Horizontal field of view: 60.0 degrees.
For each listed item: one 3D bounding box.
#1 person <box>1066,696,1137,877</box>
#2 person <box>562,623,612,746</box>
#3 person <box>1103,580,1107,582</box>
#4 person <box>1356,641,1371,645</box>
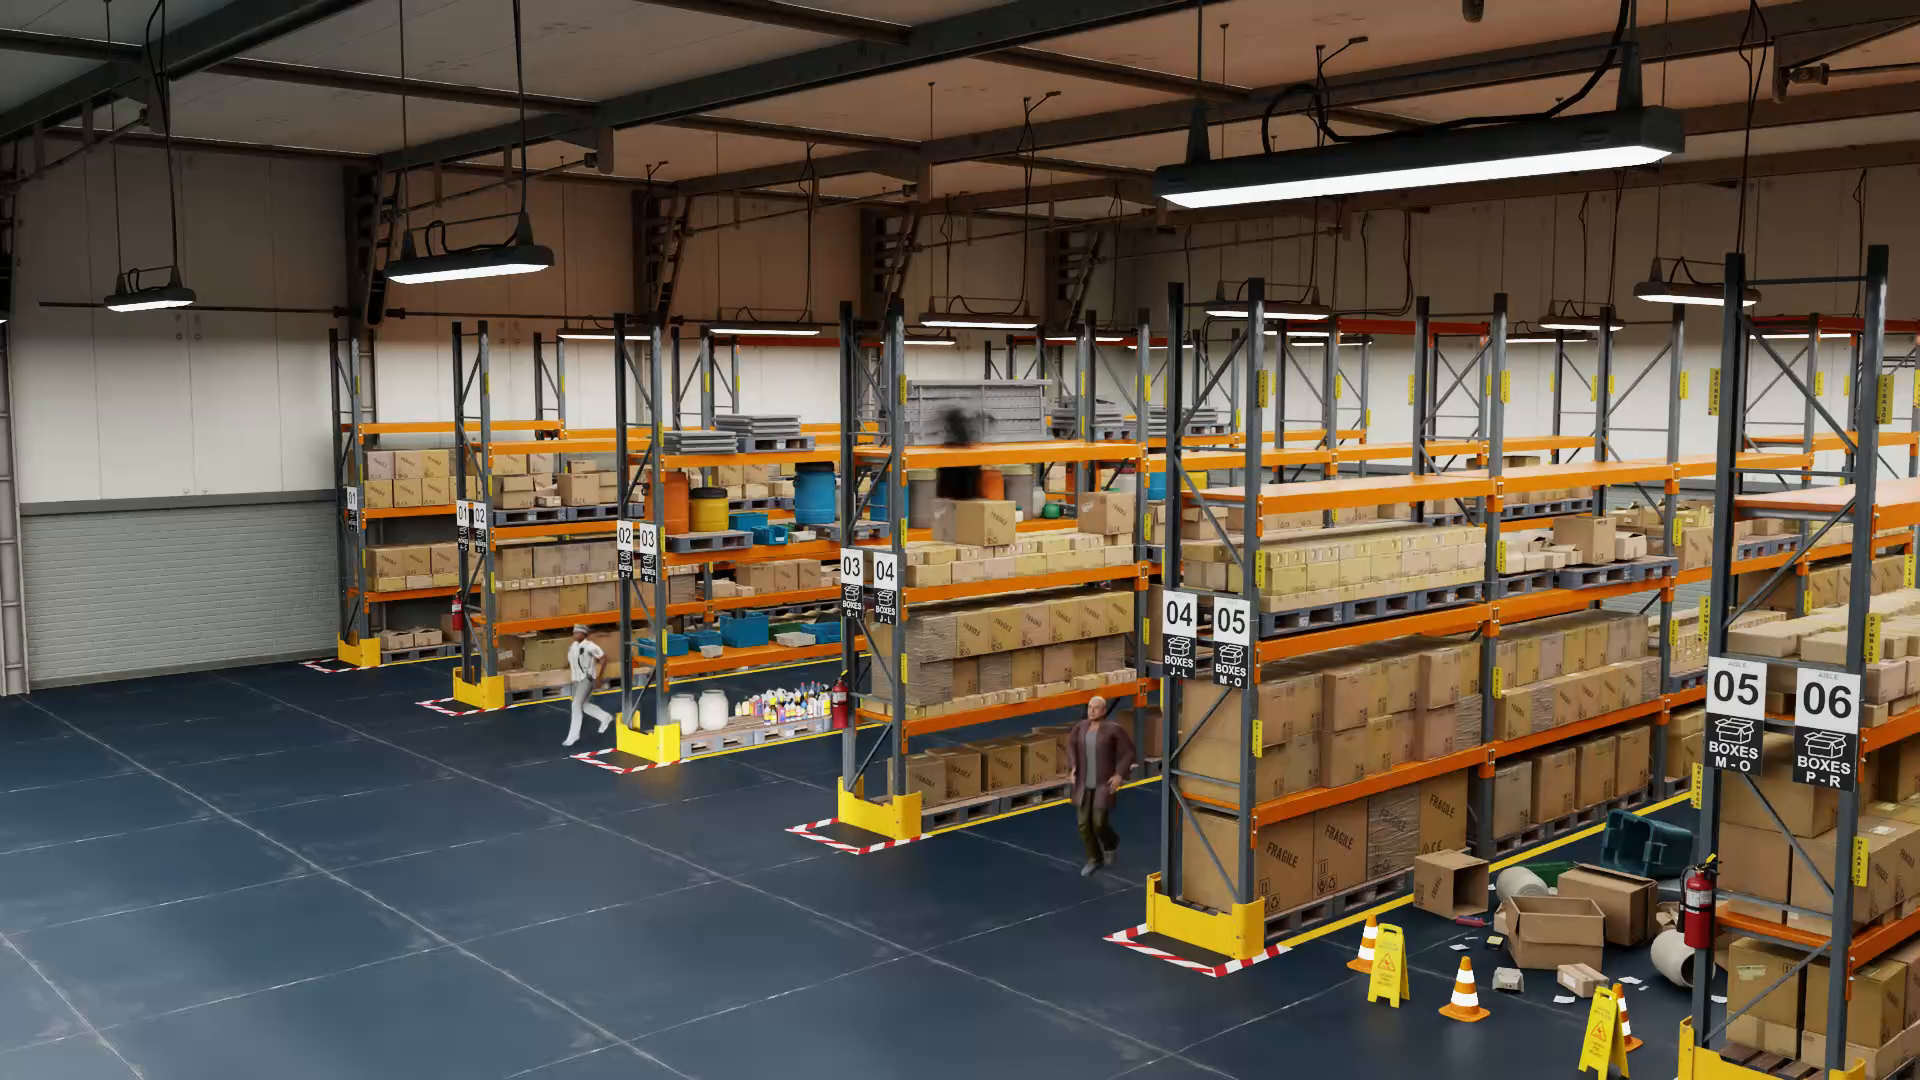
[{"bbox_3d":[1.364,2.398,16.368,0.739,1.755,0.611,3,6,28],"label":"person"},{"bbox_3d":[-5.328,2.010,23.567,0.614,1.708,0.846,5,8,44],"label":"person"},{"bbox_3d":[3.044,1.094,32.879,0.578,1.621,0.862,5,8,41],"label":"person"},{"bbox_3d":[5.221,2.112,21.655,0.695,1.781,1.045,4,7,38],"label":"person"}]
